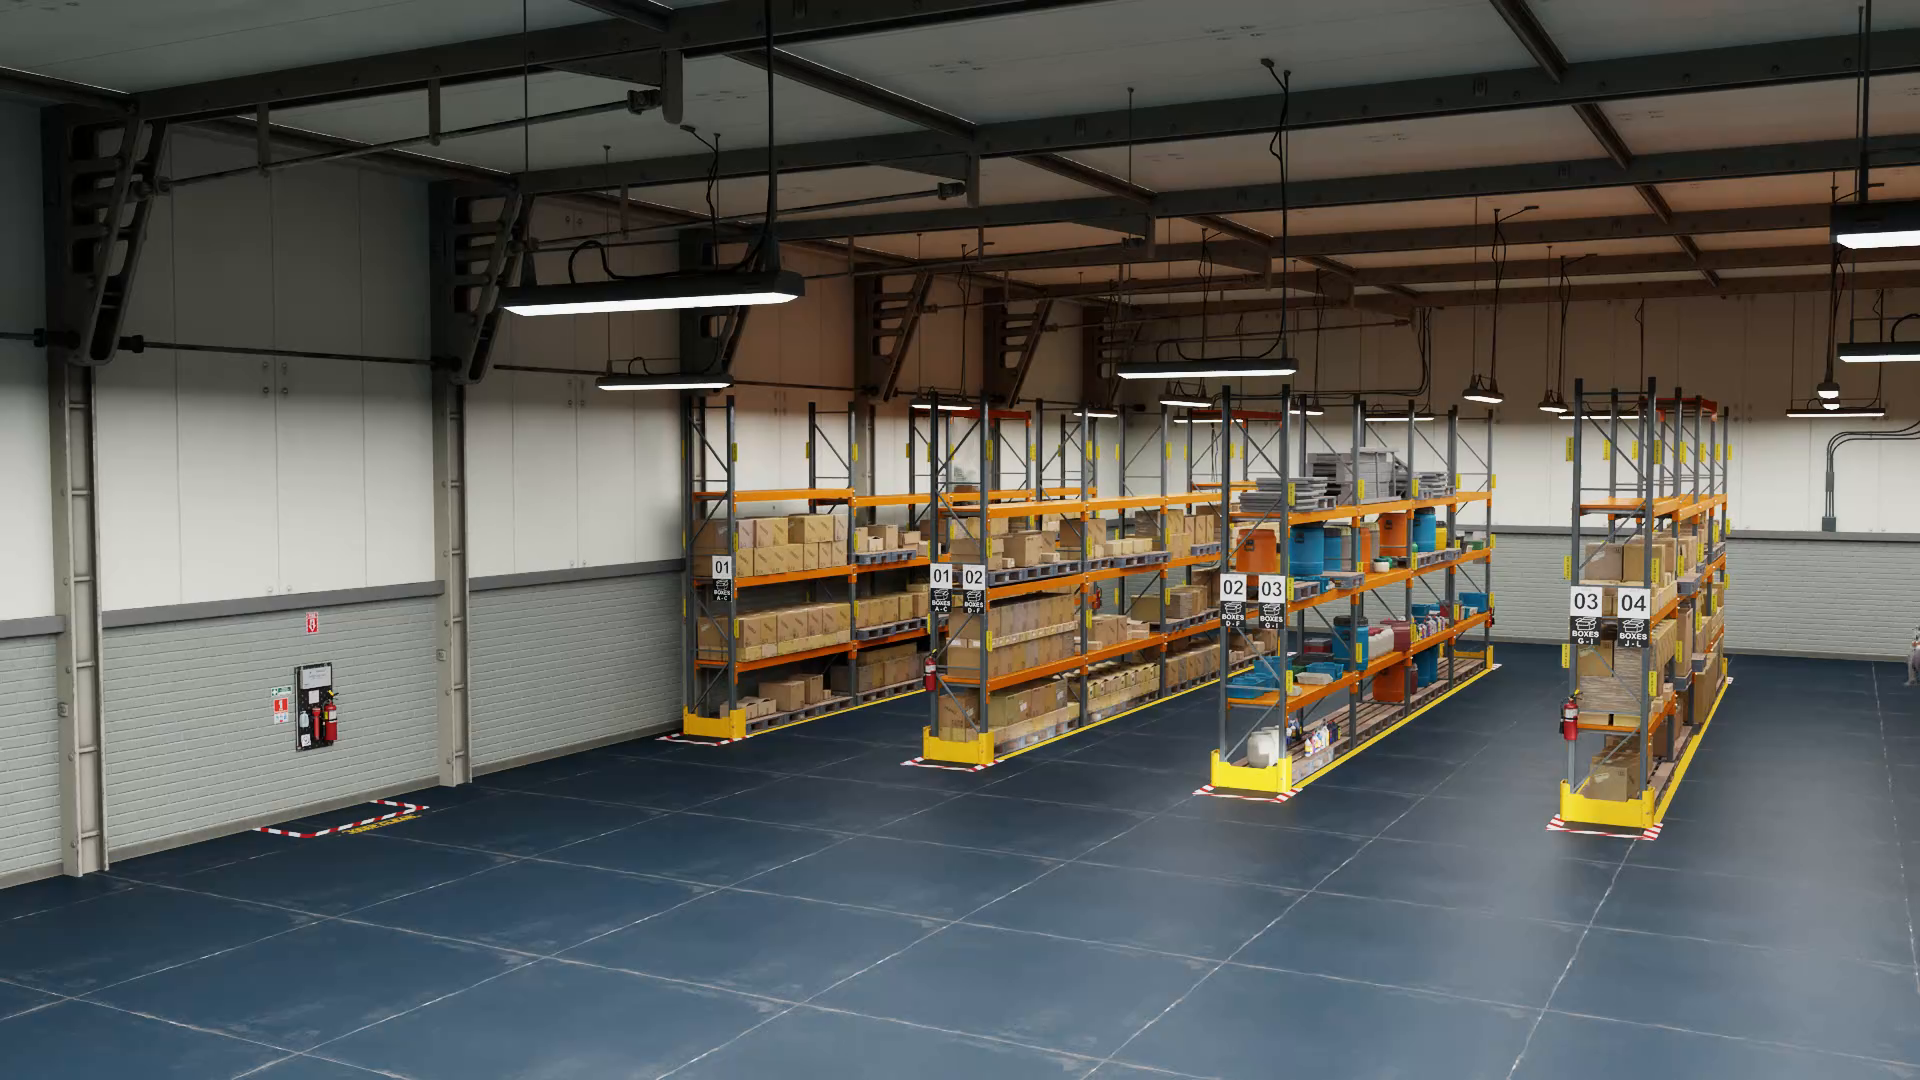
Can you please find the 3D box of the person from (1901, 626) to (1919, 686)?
[{"bbox_3d":[20.513,2.327,35.428,0.669,1.660,0.647,1,3,16],"label":"person"}]
